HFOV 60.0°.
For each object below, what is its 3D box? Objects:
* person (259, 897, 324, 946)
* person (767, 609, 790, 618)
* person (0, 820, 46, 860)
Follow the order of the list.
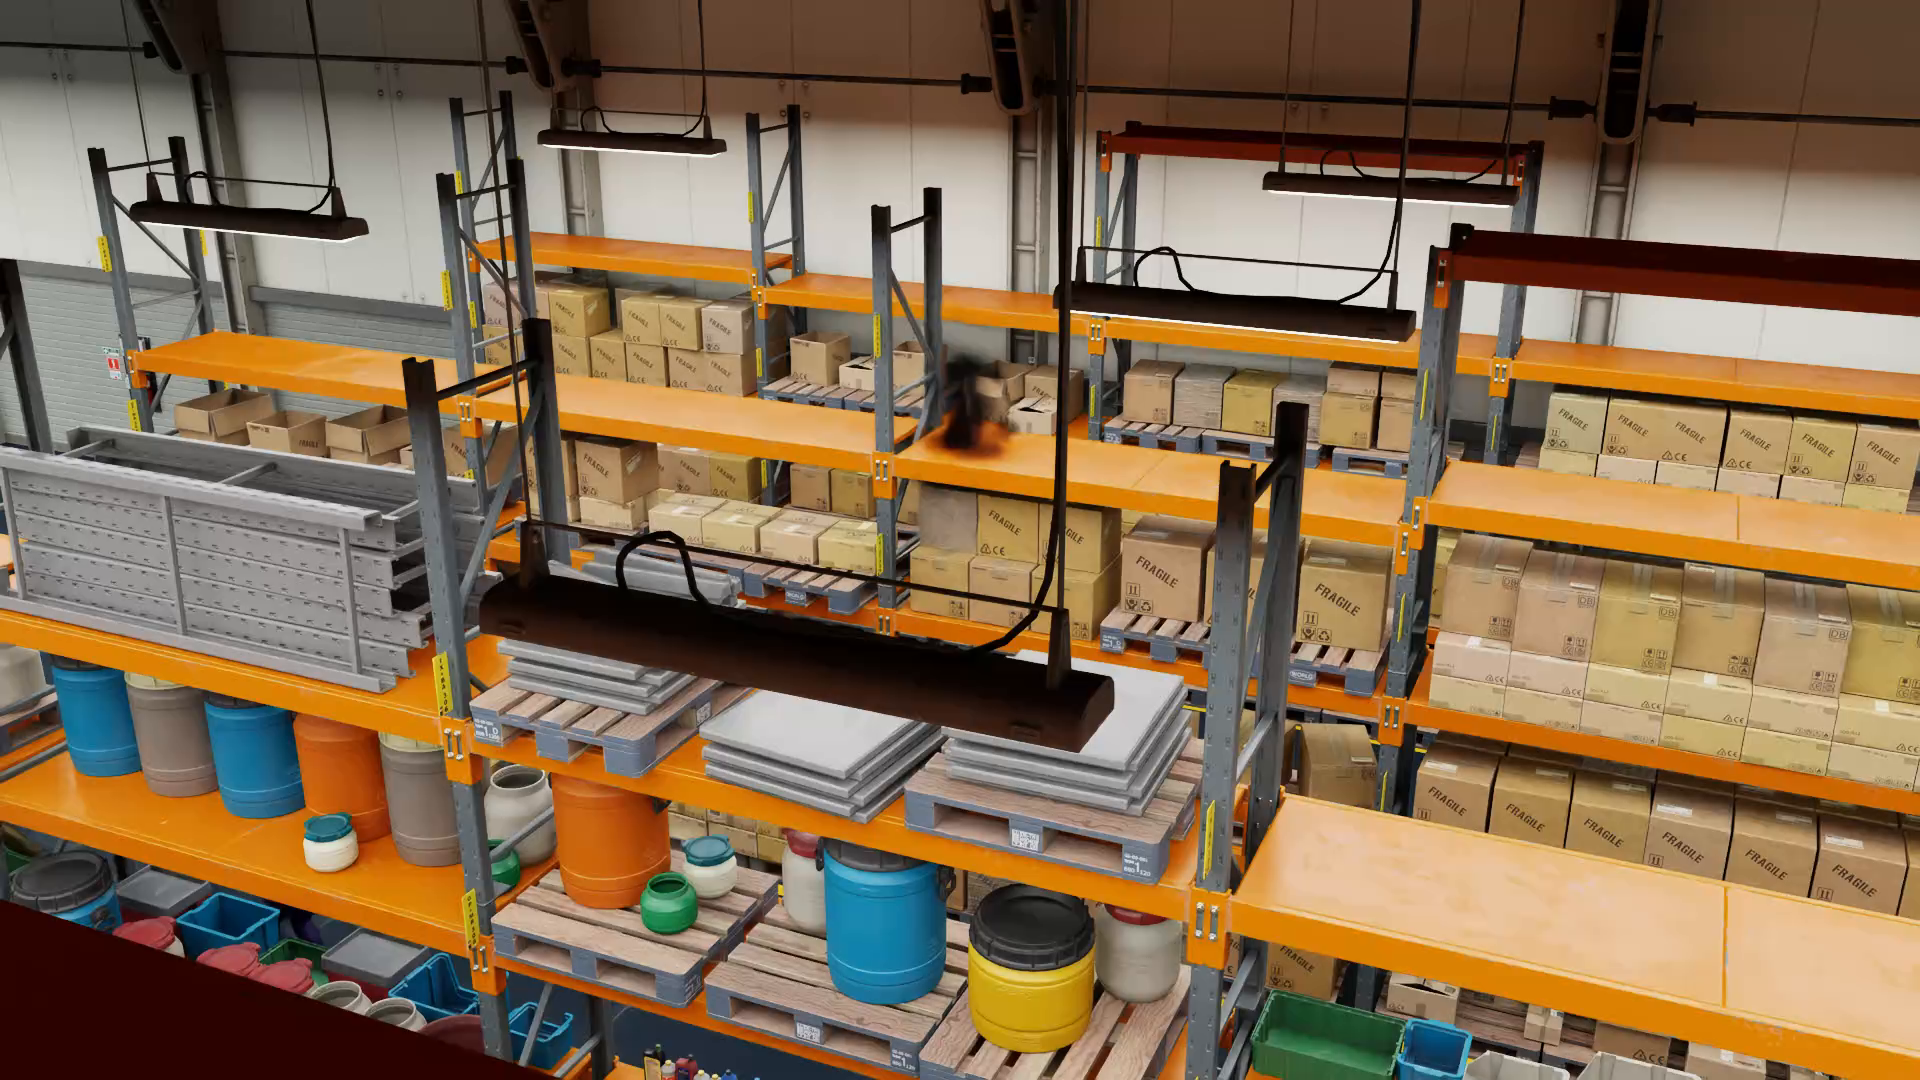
[{"bbox_3d":[-5.310,2.749,13.078,0.576,1.606,0.591,9,22,22],"label":"person"},{"bbox_3d":[-1.797,1.386,16.710,0.877,1.576,0.543,6,21,17],"label":"person"},{"bbox_3d":[-8.550,2.276,14.383,1.129,1.525,0.723,7,22,17],"label":"person"}]
